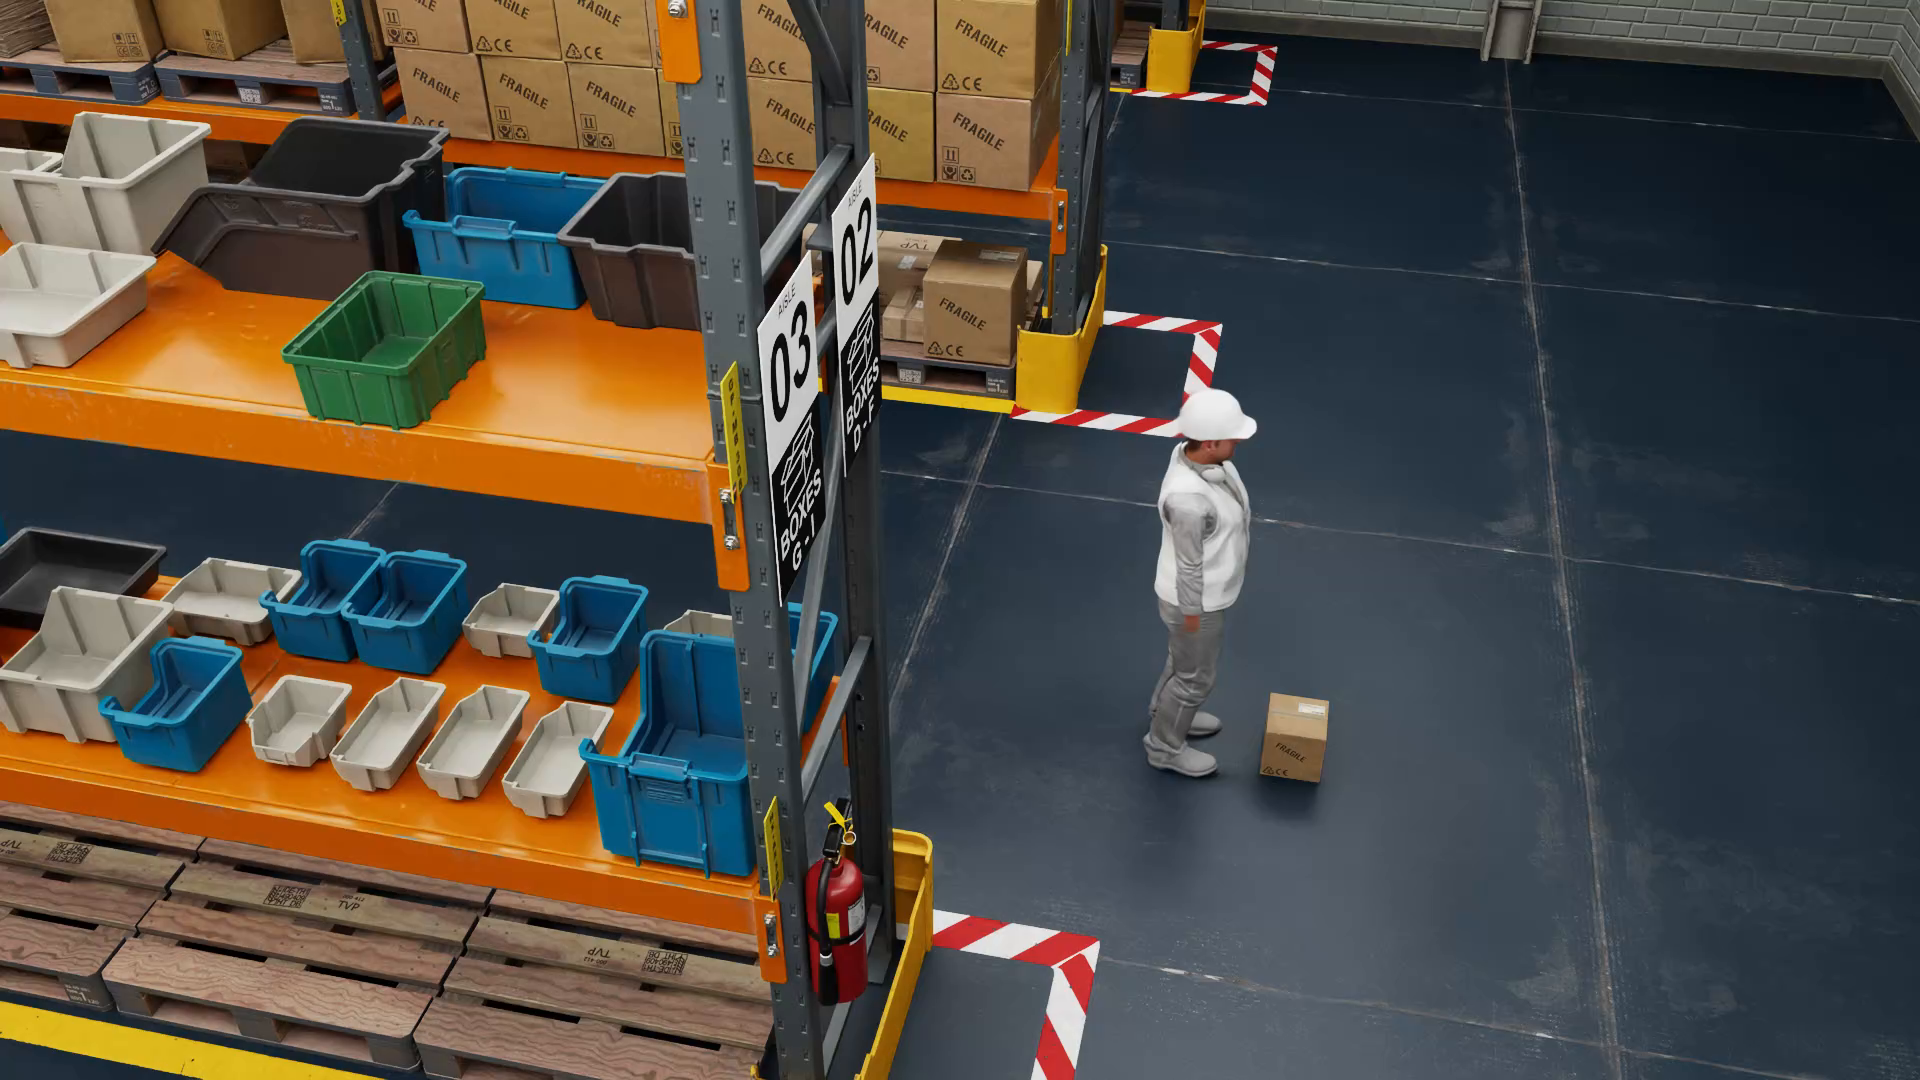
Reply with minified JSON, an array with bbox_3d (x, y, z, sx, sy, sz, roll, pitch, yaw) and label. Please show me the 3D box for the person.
[{"bbox_3d":[0.967,0.164,6.727,0.360,1.767,0.533,8,37,11],"label":"person"}]
